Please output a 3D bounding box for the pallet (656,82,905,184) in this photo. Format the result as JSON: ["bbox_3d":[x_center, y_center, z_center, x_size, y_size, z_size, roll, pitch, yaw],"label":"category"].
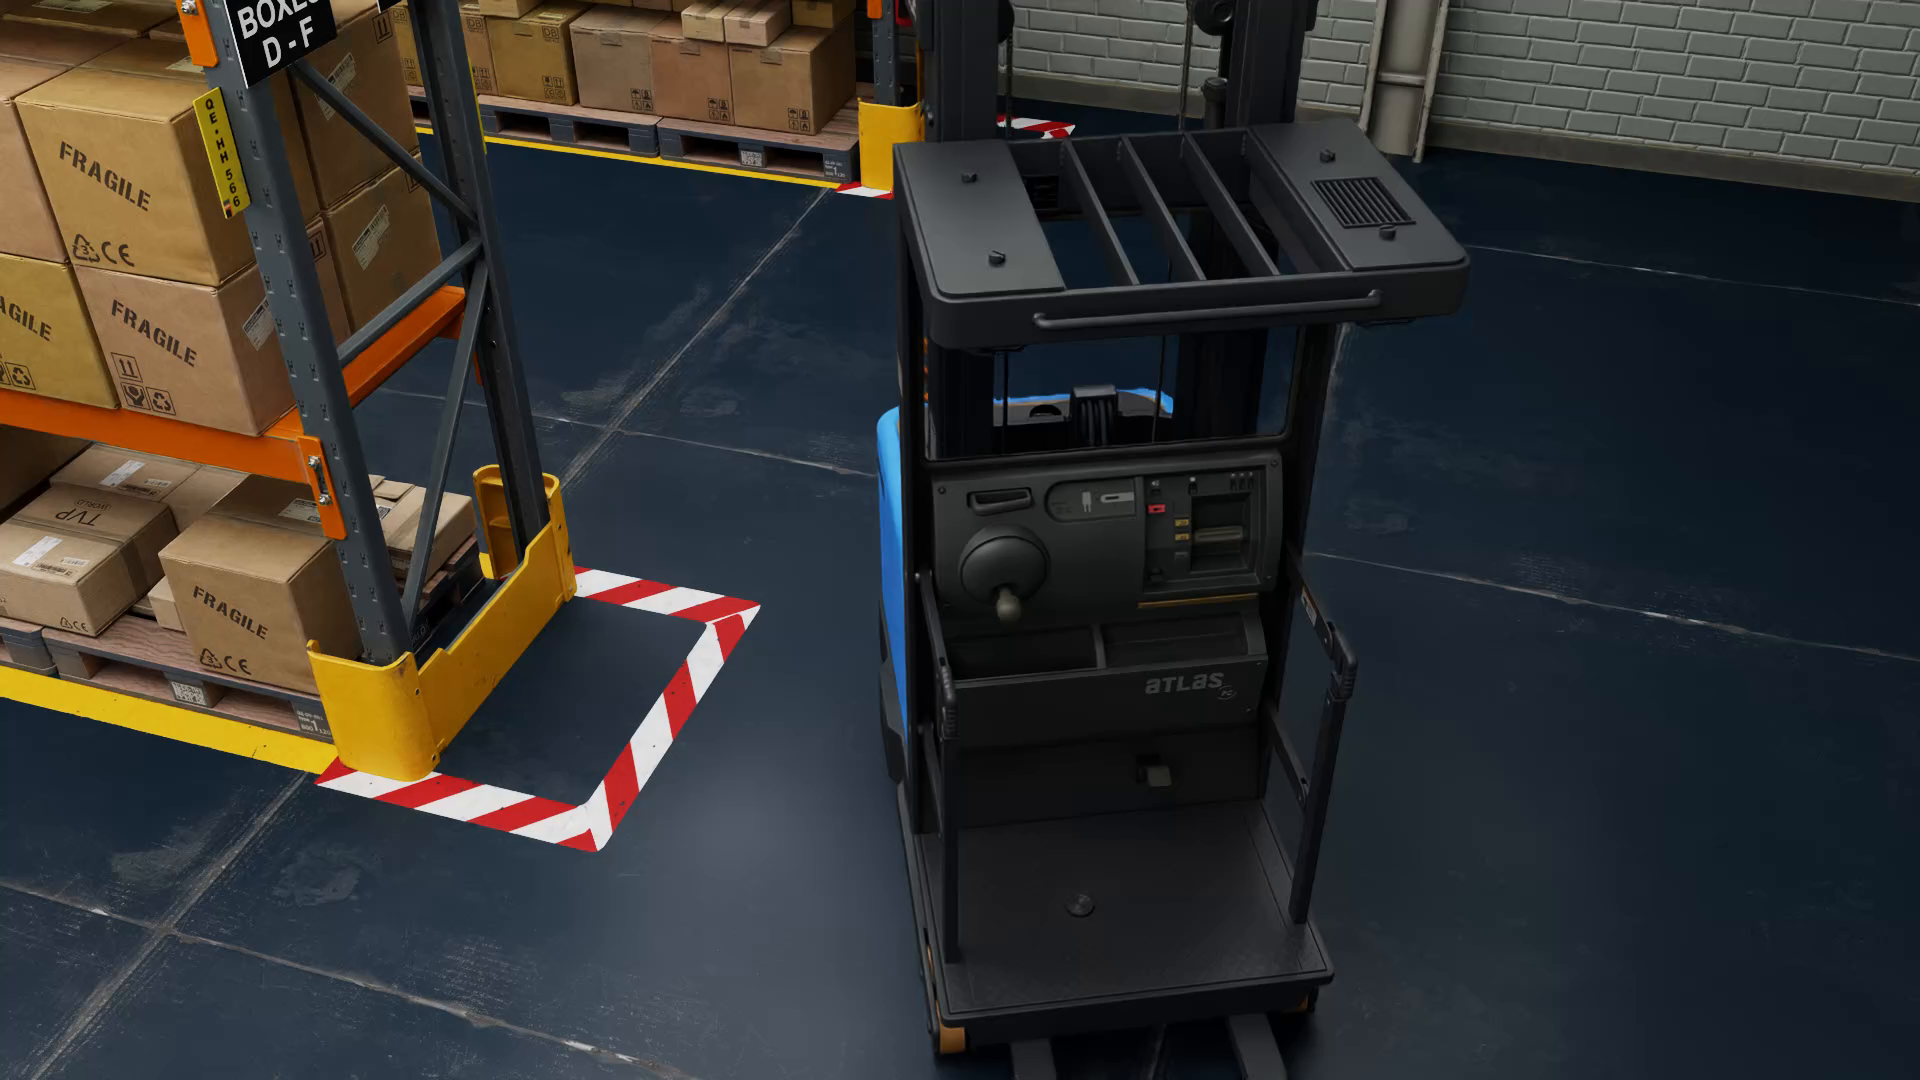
[{"bbox_3d":[-1.056,-2.503,9.973,1.213,0.211,1.003,10,38,14],"label":"pallet"}]

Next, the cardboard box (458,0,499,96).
[{"bbox_3d":[-2.925,-3.118,10.210,0.500,0.500,0.700,10,38,13],"label":"cardboard box"}]

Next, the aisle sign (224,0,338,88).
[{"bbox_3d":[-1.769,-1.587,4.183,0.004,0.787,0.394,10,38,14],"label":"aisle sign"}]

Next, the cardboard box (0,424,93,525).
[{"bbox_3d":[-3.766,-0.275,6.328,0.637,0.503,0.797,10,38,14],"label":"cardboard box"}]

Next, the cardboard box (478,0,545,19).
[{"bbox_3d":[-2.633,-3.214,9.793,0.250,0.149,0.380,9,37,13],"label":"cardboard box"}]

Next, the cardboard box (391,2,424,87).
[{"bbox_3d":[-3.404,-3.208,10.333,0.500,0.500,0.700,11,38,14],"label":"cardboard box"}]

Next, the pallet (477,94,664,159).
[{"bbox_3d":[-2.216,-2.720,10.267,1.213,0.211,1.003,10,38,14],"label":"pallet"}]

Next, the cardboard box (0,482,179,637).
[{"bbox_3d":[-3.233,0.063,6.082,0.500,0.250,0.500,10,38,14],"label":"cardboard box"}]

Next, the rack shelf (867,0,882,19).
[{"bbox_3d":[-2.178,-3.593,9.708,4.000,0.370,1.077,10,38,14],"label":"rack shelf"}]

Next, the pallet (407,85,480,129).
[{"bbox_3d":[-3.385,-2.934,10.559,1.213,0.211,1.003,10,38,14],"label":"pallet"}]

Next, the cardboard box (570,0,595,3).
[{"bbox_3d":[-2.240,-3.379,10.018,0.250,0.149,0.380,10,37,13],"label":"cardboard box"}]

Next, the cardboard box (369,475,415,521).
[{"bbox_3d":[-2.278,-0.074,6.339,0.250,0.166,0.380,10,38,14],"label":"cardboard box"}]

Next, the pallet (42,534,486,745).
[{"bbox_3d":[-2.576,0.244,6.241,1.213,0.211,1.003,10,38,14],"label":"pallet"}]

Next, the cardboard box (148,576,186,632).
[{"bbox_3d":[-2.695,0.159,6.022,0.250,0.166,0.380,10,38,14],"label":"cardboard box"}]

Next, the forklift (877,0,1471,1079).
[{"bbox_3d":[0.425,0.059,4.197,1.130,2.935,3.031,-5,37,-6],"label":"forklift"}]

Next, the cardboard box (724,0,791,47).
[{"bbox_3d":[-1.144,-2.939,9.420,0.250,0.149,0.380,10,38,13],"label":"cardboard box"}]

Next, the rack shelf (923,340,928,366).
[{"bbox_3d":[-0.014,-0.740,6.211,0.180,0.103,0.258,10,38,14],"label":"rack shelf"}]

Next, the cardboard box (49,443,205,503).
[{"bbox_3d":[-3.132,-0.229,6.479,0.500,0.250,0.500,10,38,14],"label":"cardboard box"}]

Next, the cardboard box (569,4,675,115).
[{"bbox_3d":[-1.925,-2.935,9.962,0.500,0.500,0.700,9,37,12],"label":"cardboard box"}]

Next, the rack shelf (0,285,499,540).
[{"bbox_3d":[-3.652,-0.789,5.899,4.000,0.370,1.077,10,38,14],"label":"rack shelf"}]

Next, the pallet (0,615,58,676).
[{"bbox_3d":[-3.737,0.027,6.535,1.213,0.211,1.003,10,38,14],"label":"pallet"}]

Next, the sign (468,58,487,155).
[{"bbox_3d":[-1.581,-1.381,5.366,0.005,0.325,0.100,10,38,14],"label":"sign"}]

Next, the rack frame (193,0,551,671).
[{"bbox_3d":[-1.743,-0.726,5.205,0.127,3.000,1.000,10,38,14],"label":"rack frame"}]

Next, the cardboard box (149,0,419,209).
[{"bbox_3d":[-2.088,-1.396,5.188,0.500,0.500,0.500,12,38,15],"label":"cardboard box"}]

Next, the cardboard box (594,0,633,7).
[{"bbox_3d":[-1.999,-3.334,9.956,0.250,0.149,0.380,11,38,14],"label":"cardboard box"}]

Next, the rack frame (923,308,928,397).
[{"bbox_3d":[-0.101,-0.502,6.420,0.006,1.200,0.240,10,38,14],"label":"rack frame"}]

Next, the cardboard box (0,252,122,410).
[{"bbox_3d":[-2.748,-0.781,5.196,0.500,0.500,0.500,11,38,14],"label":"cardboard box"}]

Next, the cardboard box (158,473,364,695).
[{"bbox_3d":[-2.335,0.147,5.757,0.500,0.500,0.500,10,38,14],"label":"cardboard box"}]

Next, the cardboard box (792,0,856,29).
[{"bbox_3d":[-0.788,-3.111,9.653,0.250,0.149,0.380,11,38,14],"label":"cardboard box"}]

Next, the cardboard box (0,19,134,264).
[{"bbox_3d":[-2.732,-1.180,4.895,0.500,0.500,0.500,12,38,15],"label":"cardboard box"}]

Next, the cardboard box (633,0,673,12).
[{"bbox_3d":[-1.754,-3.289,9.895,0.250,0.149,0.380,11,38,15],"label":"cardboard box"}]

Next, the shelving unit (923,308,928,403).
[{"bbox_3d":[-0.014,-0.486,6.398,0.189,1.200,0.258,10,38,14],"label":"shelving unit"}]

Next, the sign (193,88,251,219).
[{"bbox_3d":[-1.927,-1.009,4.346,0.005,0.325,0.100,10,38,14],"label":"sign"}]

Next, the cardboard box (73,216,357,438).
[{"bbox_3d":[-2.251,-0.691,5.074,0.500,0.500,0.500,12,38,15],"label":"cardboard box"}]

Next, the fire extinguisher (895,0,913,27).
[{"bbox_3d":[-0.263,-3.060,8.757,0.183,0.674,0.296,10,38,14],"label":"fire extinguisher"}]

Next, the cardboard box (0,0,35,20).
[{"bbox_3d":[-3.065,-1.575,5.432,0.500,0.500,0.500,11,38,15],"label":"cardboard box"}]

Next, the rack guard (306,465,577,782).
[{"bbox_3d":[-1.815,0.268,5.964,0.348,0.500,1.175,10,38,14],"label":"rack guard"}]

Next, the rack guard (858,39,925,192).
[{"bbox_3d":[-0.246,-2.518,9.749,0.348,0.500,1.175,10,38,14],"label":"rack guard"}]

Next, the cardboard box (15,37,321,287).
[{"bbox_3d":[-2.249,-1.092,4.775,0.500,0.500,0.500,10,38,13],"label":"cardboard box"}]

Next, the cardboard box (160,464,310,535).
[{"bbox_3d":[-2.654,-0.140,6.359,0.500,0.250,0.500,10,38,14],"label":"cardboard box"}]

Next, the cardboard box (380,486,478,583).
[{"bbox_3d":[-2.040,-0.023,6.285,0.250,0.149,0.380,10,38,14],"label":"cardboard box"}]

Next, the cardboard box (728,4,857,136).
[{"bbox_3d":[-0.967,-2.759,9.722,0.500,0.500,0.700,10,38,14],"label":"cardboard box"}]

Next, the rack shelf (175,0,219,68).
[{"bbox_3d":[-3.652,-1.997,5.010,4.000,0.370,1.077,10,38,14],"label":"rack shelf"}]

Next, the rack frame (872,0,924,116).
[{"bbox_3d":[-0.269,-3.529,9.014,0.127,3.000,1.000,10,38,14],"label":"rack frame"}]

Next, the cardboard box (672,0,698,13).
[{"bbox_3d":[-1.511,-3.244,9.835,0.250,0.149,0.380,11,38,14],"label":"cardboard box"}]

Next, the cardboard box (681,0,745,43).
[{"bbox_3d":[-1.388,-2.984,9.481,0.250,0.149,0.380,11,38,15],"label":"cardboard box"}]

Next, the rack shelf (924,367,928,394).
[{"bbox_3d":[-0.014,-0.643,6.282,0.180,0.103,0.258,10,38,14],"label":"rack shelf"}]

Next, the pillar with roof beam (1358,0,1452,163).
[{"bbox_3d":[1.282,-3.521,3.943,0.400,9.000,9.100,10,38,14],"label":"pillar with roof beam"}]

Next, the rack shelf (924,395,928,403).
[{"bbox_3d":[-0.014,-0.547,6.353,0.180,0.103,0.258,10,38,14],"label":"rack shelf"}]

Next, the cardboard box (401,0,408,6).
[{"bbox_3d":[-3.131,-3.306,9.918,0.250,0.149,0.380,12,38,15],"label":"cardboard box"}]

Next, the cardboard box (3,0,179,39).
[{"bbox_3d":[-2.589,-1.484,5.308,0.500,0.500,0.500,11,38,14],"label":"cardboard box"}]

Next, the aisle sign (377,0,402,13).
[{"bbox_3d":[-1.590,-1.927,4.644,0.004,0.787,0.394,10,38,14],"label":"aisle sign"}]

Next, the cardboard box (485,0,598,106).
[{"bbox_3d":[-2.436,-3.026,10.085,0.500,0.500,0.700,11,38,15],"label":"cardboard box"}]

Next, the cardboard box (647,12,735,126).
[{"bbox_3d":[-1.445,-2.847,9.842,0.500,0.500,0.700,10,38,14],"label":"cardboard box"}]

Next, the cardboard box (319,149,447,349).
[{"bbox_3d":[-2.088,-0.993,5.485,0.500,0.500,0.500,11,38,15],"label":"cardboard box"}]
